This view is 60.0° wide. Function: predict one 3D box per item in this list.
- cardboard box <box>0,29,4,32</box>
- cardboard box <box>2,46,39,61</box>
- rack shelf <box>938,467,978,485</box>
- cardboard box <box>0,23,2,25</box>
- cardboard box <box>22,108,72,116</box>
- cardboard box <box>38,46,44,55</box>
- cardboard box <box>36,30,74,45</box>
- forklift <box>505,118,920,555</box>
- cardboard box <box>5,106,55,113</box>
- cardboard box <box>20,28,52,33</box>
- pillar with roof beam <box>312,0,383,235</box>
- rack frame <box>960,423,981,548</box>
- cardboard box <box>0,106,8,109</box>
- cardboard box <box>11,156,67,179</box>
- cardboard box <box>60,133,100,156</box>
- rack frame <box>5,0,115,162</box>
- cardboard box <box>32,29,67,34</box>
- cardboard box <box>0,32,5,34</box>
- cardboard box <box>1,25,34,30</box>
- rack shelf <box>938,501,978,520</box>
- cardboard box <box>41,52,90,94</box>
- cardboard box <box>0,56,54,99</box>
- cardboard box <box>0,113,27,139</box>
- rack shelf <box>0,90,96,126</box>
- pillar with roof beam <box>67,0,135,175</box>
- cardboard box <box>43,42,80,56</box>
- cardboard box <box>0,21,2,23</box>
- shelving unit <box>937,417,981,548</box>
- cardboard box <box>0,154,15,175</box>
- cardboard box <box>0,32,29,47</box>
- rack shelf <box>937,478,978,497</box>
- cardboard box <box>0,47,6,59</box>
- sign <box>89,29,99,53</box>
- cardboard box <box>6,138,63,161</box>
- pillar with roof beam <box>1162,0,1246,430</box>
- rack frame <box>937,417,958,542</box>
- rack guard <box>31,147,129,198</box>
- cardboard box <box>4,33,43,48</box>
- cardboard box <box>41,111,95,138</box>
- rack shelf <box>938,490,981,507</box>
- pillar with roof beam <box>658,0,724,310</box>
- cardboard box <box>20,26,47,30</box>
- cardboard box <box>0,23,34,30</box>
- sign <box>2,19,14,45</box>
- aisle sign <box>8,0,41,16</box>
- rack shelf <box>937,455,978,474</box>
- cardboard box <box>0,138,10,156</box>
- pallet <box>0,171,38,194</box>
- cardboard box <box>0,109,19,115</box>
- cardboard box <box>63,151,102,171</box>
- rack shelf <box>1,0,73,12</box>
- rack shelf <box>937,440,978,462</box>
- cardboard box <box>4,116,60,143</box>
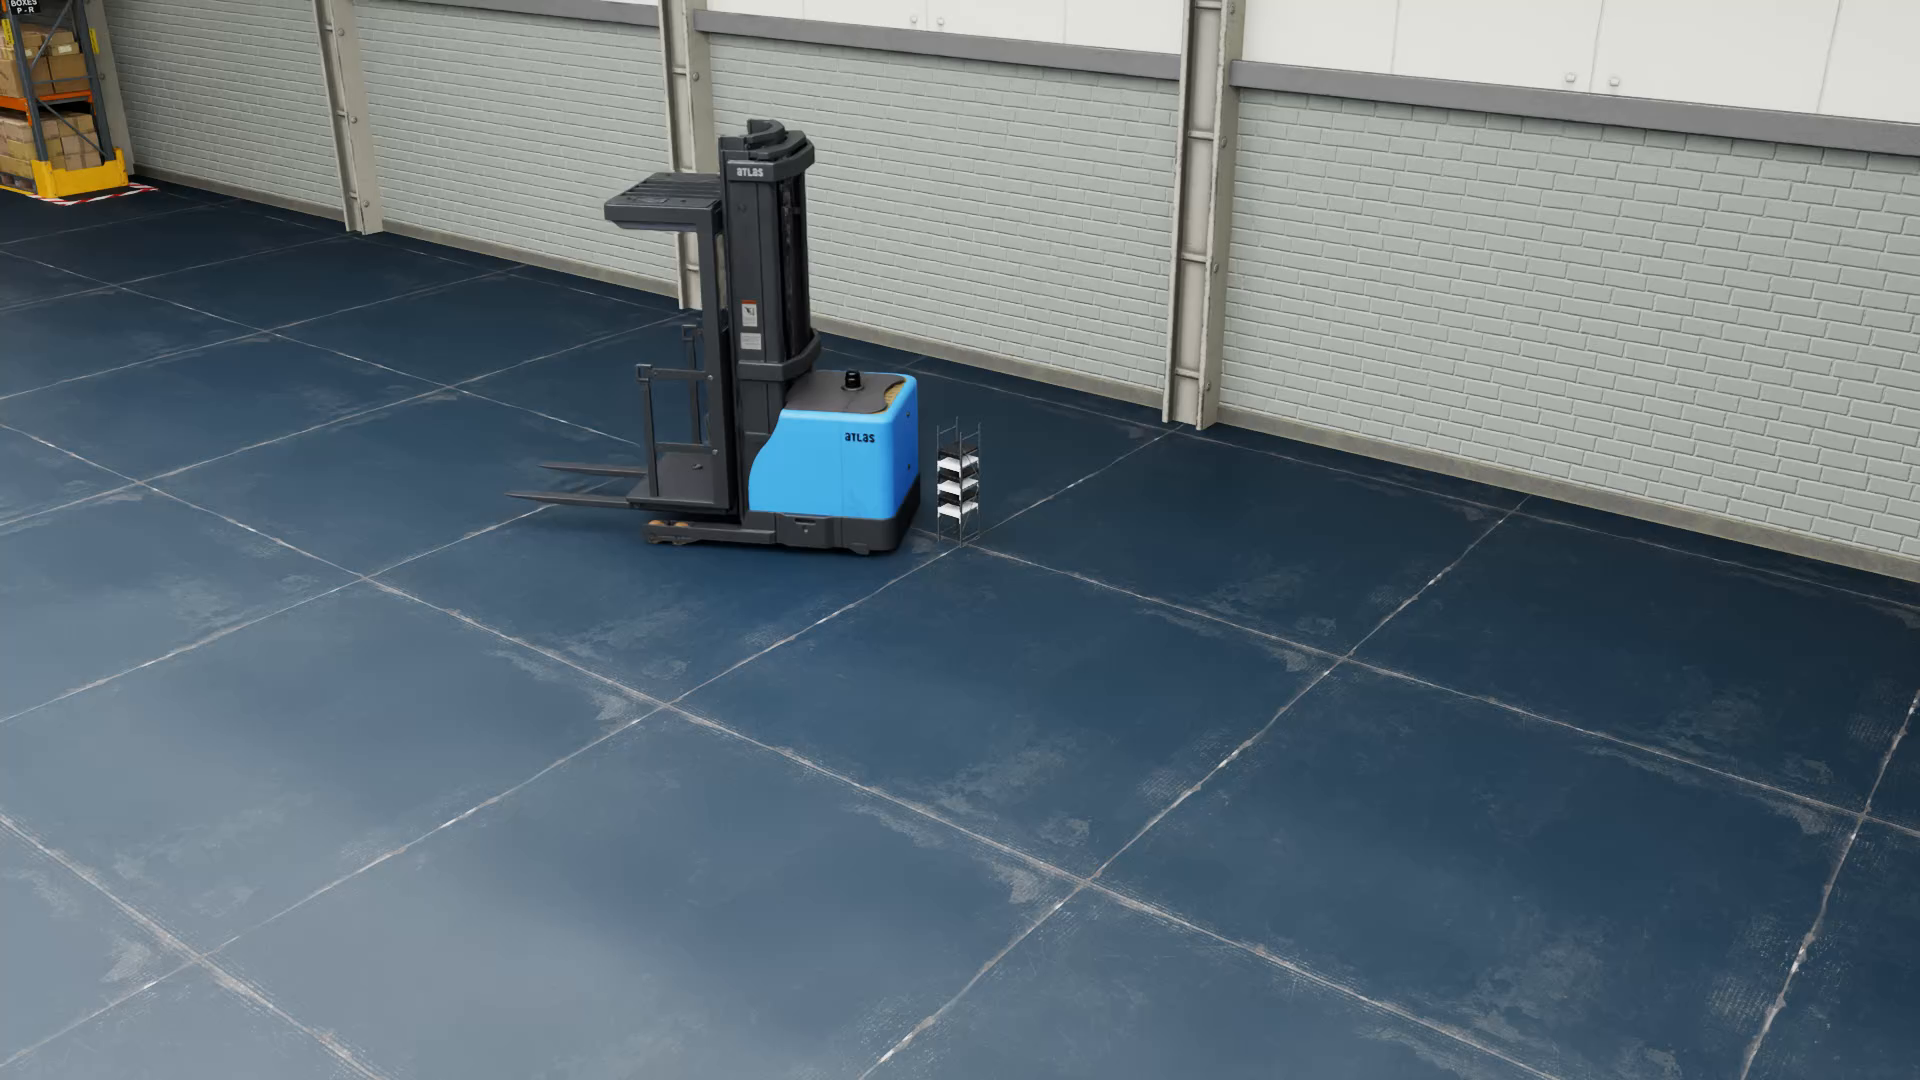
[{"bbox_3d":[-13.373,-6.998,23.116,0.250,0.149,0.380,17,29,34],"label":"cardboard box"},{"bbox_3d":[-12.809,-6.649,22.691,0.250,0.149,0.380,17,29,34],"label":"cardboard box"},{"bbox_3d":[-0.006,-0.466,12.050,0.200,0.077,0.258,17,29,33],"label":"rack shelf"},{"bbox_3d":[-13.725,-7.325,23.857,0.250,0.149,0.380,17,29,34],"label":"cardboard box"},{"bbox_3d":[-13.037,-6.001,23.799,0.500,0.250,0.500,17,29,33],"label":"cardboard box"},{"bbox_3d":[-12.715,-6.860,23.171,0.250,0.149,0.380,17,29,33],"label":"cardboard box"},{"bbox_3d":[-12.505,-6.941,22.987,0.250,0.149,0.380,16,28,32],"label":"cardboard box"},{"bbox_3d":[-1.870,-1.506,12.033,3.031,2.935,1.130,4,24,9],"label":"forklift"},{"bbox_3d":[-13.431,-6.125,24.081,0.500,0.250,0.500,17,29,33],"label":"cardboard box"},{"bbox_3d":[-12.913,-7.075,23.290,0.250,0.149,0.380,17,29,34],"label":"cardboard box"},{"bbox_3d":[-10.161,-6.677,16.244,0.400,9.000,9.100,17,29,33],"label":"pillar with roof beam"},{"bbox_3d":[0.075,-0.389,12.017,0.006,0.900,0.240,17,29,33],"label":"rack frame"},{"bbox_3d":[-13.837,-6.252,24.368,0.500,0.250,0.500,16,28,32],"label":"cardboard box"},{"bbox_3d":[-12.929,-5.258,23.353,0.500,0.250,0.500,17,29,34],"label":"cardboard box"},{"bbox_3d":[-12.616,-5.656,23.636,0.500,0.250,0.500,17,29,34],"label":"cardboard box"},{"bbox_3d":[-12.364,-6.313,22.857,0.127,3.000,1.000,17,29,33],"label":"rack frame"},{"bbox_3d":[-12.680,-7.026,23.179,0.250,0.149,0.380,18,29,35],"label":"cardboard box"},{"bbox_3d":[-13.219,-6.914,22.925,0.250,0.149,0.380,18,29,34],"label":"cardboard box"},{"bbox_3d":[-13.328,-7.195,23.563,0.250,0.149,0.380,18,29,35],"label":"cardboard box"},{"bbox_3d":[-0.006,-0.219,12.159,0.200,0.077,0.258,17,29,33],"label":"rack shelf"},{"bbox_3d":[-12.594,-6.568,23.312,0.500,0.500,0.500,18,29,35],"label":"cardboard box"},{"bbox_3d":[-12.915,-6.393,22.915,0.500,0.500,0.500,16,28,32],"label":"cardboard box"},{"bbox_3d":[-13.332,-5.836,23.425,0.500,0.250,0.500,17,29,34],"label":"cardboard box"},{"bbox_3d":[-13.964,-6.467,24.100,4.000,0.370,1.077,17,29,33],"label":"rack shelf"},{"bbox_3d":[-14.962,-8.128,19.537,0.400,9.000,9.100,17,29,33],"label":"pillar with roof beam"},{"bbox_3d":[-12.480,-6.821,23.082,0.250,0.149,0.380,16,28,32],"label":"cardboard box"},{"bbox_3d":[-13.939,-7.388,23.999,0.250,0.149,0.380,18,29,35],"label":"cardboard box"},{"bbox_3d":[-0.006,-0.414,12.073,0.210,0.900,0.258,17,29,33],"label":"shelving unit"},{"bbox_3d":[-13.322,-5.382,23.633,0.500,0.250,0.500,17,29,33],"label":"cardboard box"},{"bbox_3d":[-12.993,-6.860,22.801,0.250,0.149,0.380,17,29,33],"label":"cardboard box"},{"bbox_3d":[-0.006,-0.383,12.086,0.200,0.077,0.258,17,29,33],"label":"rack shelf"},{"bbox_3d":[-13.032,-6.701,22.810,0.250,0.149,0.380,17,29,34],"label":"cardboard box"},{"bbox_3d":[-12.026,-6.923,23.070,0.005,0.325,0.100,17,29,33],"label":"sign"},{"bbox_3d":[-12.941,-5.492,23.264,0.500,0.250,0.500,16,29,33],"label":"cardboard box"},{"bbox_3d":[-0.559,-3.775,9.658,0.400,9.000,9.100,17,29,33],"label":"pillar with roof beam"},{"bbox_3d":[-0.088,-0.438,12.129,0.006,0.900,0.240,17,29,33],"label":"rack frame"},{"bbox_3d":[-12.345,-5.163,23.348,0.348,0.500,1.175,17,29,33],"label":"rack guard"},{"bbox_3d":[-12.777,-6.810,22.688,0.250,0.149,0.380,17,29,33],"label":"cardboard box"},{"bbox_3d":[-12.635,-5.881,23.528,0.500,0.250,0.500,16,29,33],"label":"cardboard box"},{"bbox_3d":[-0.006,-0.301,12.123,0.200,0.077,0.258,17,29,33],"label":"rack shelf"},{"bbox_3d":[-5.360,-5.226,12.951,0.400,9.000,9.100,17,29,33],"label":"pillar with roof beam"},{"bbox_3d":[-13.103,-7.140,23.436,0.250,0.149,0.380,17,29,34],"label":"cardboard box"},{"bbox_3d":[-13.479,-7.291,23.779,0.250,0.149,0.380,16,28,32],"label":"cardboard box"},{"bbox_3d":[-12.700,-6.779,22.186,0.005,0.325,0.100,17,29,33],"label":"sign"},{"bbox_3d":[-12.488,-7.392,22.082,0.004,0.787,0.394,17,29,33],"label":"aisle sign"},{"bbox_3d":[-0.006,-0.548,12.014,0.200,0.077,0.258,17,29,33],"label":"rack shelf"},{"bbox_3d":[-13.336,-5.617,23.547,0.500,0.250,0.500,16,29,33],"label":"cardboard box"},{"bbox_3d":[-13.001,-5.208,23.808,1.213,0.211,1.003,17,29,33],"label":"pallet"},{"bbox_3d":[-13.741,-5.955,23.695,0.500,0.250,0.500,17,29,34],"label":"cardboard box"},{"bbox_3d":[-12.640,-5.428,23.739,0.500,0.250,0.500,17,29,34],"label":"cardboard box"},{"bbox_3d":[-13.964,-7.840,23.495,4.000,0.370,1.077,17,29,33],"label":"rack shelf"},{"bbox_3d":[-0.006,-0.630,11.978,0.200,0.077,0.258,17,29,33],"label":"rack shelf"},{"bbox_3d":[-12.919,-5.715,23.149,0.500,0.250,0.500,18,29,35],"label":"cardboard box"}]
